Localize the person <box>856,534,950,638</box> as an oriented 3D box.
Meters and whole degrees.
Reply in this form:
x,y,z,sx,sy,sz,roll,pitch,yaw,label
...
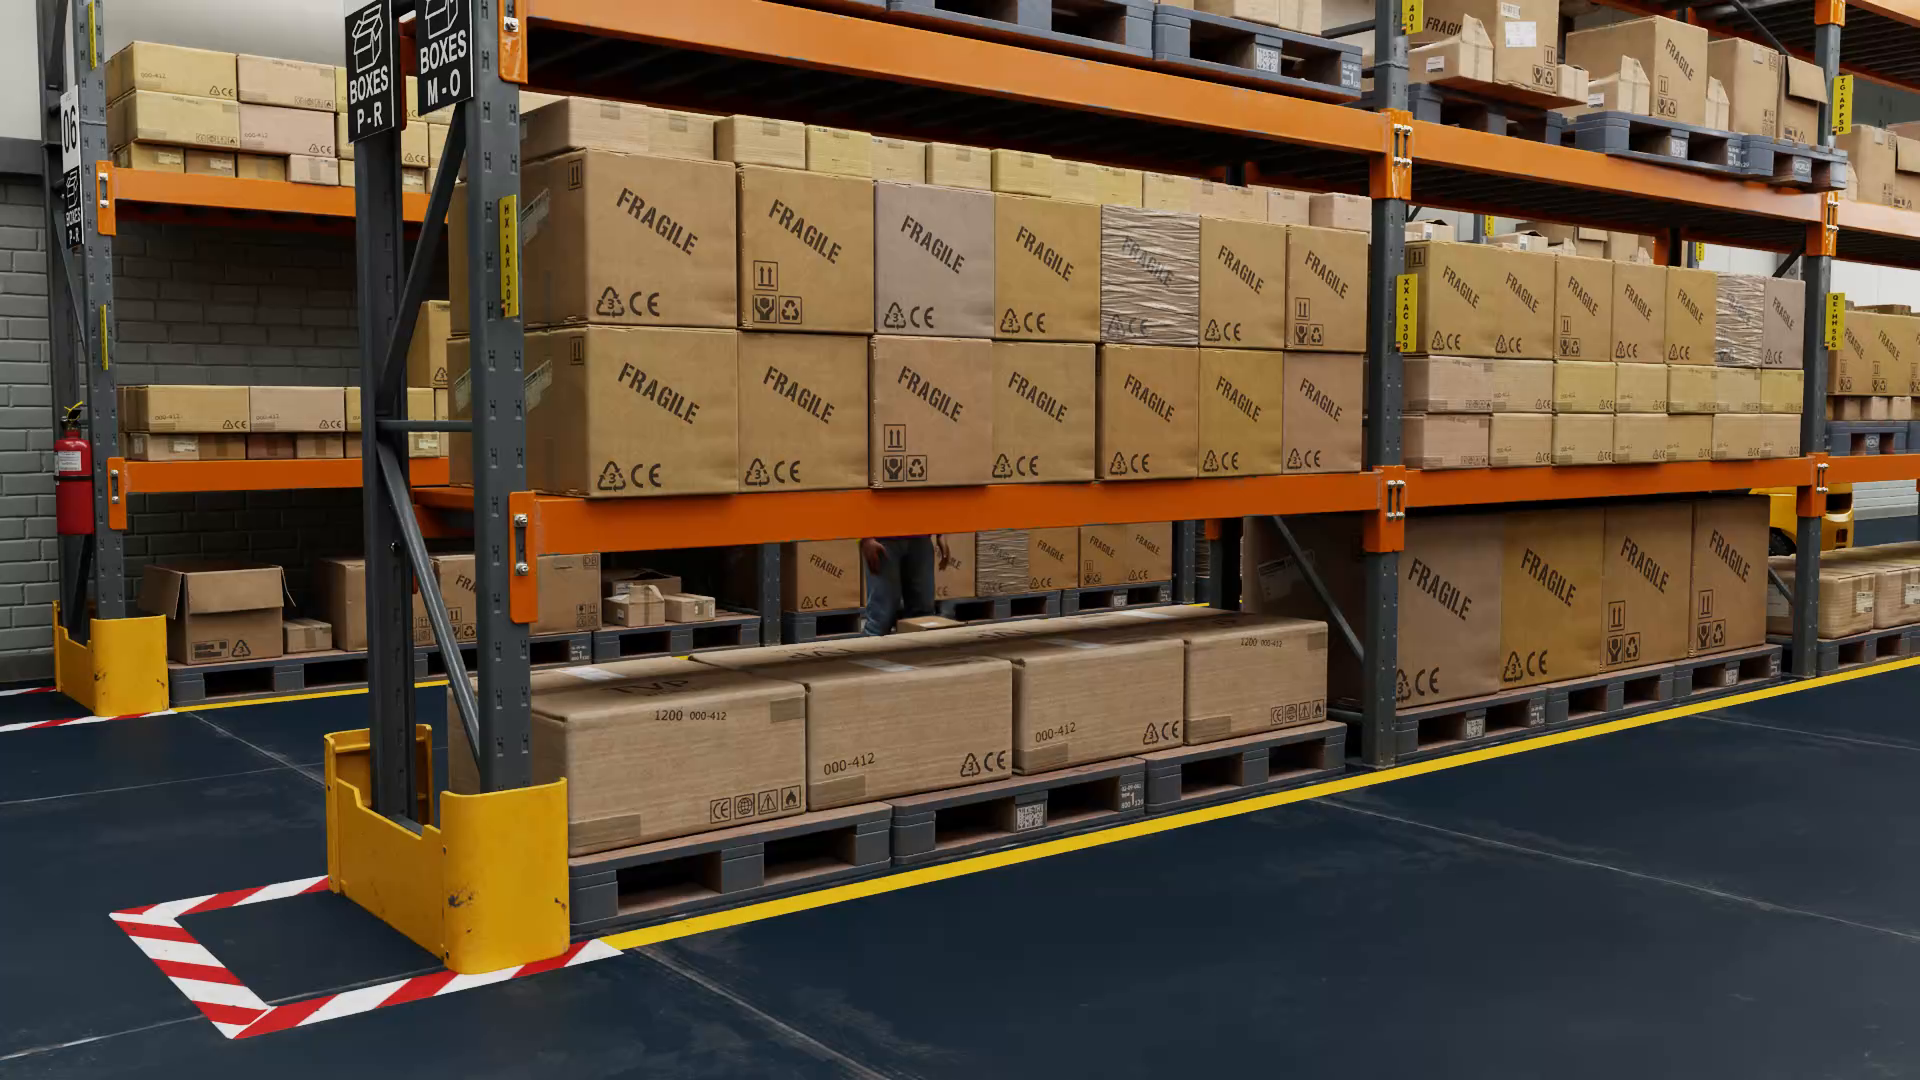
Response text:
x,y,z,sx,sy,sz,roll,pitch,yaw,label
-0.316,0.010,8.721,0.597,1.763,0.439,-4,6,-40,person
